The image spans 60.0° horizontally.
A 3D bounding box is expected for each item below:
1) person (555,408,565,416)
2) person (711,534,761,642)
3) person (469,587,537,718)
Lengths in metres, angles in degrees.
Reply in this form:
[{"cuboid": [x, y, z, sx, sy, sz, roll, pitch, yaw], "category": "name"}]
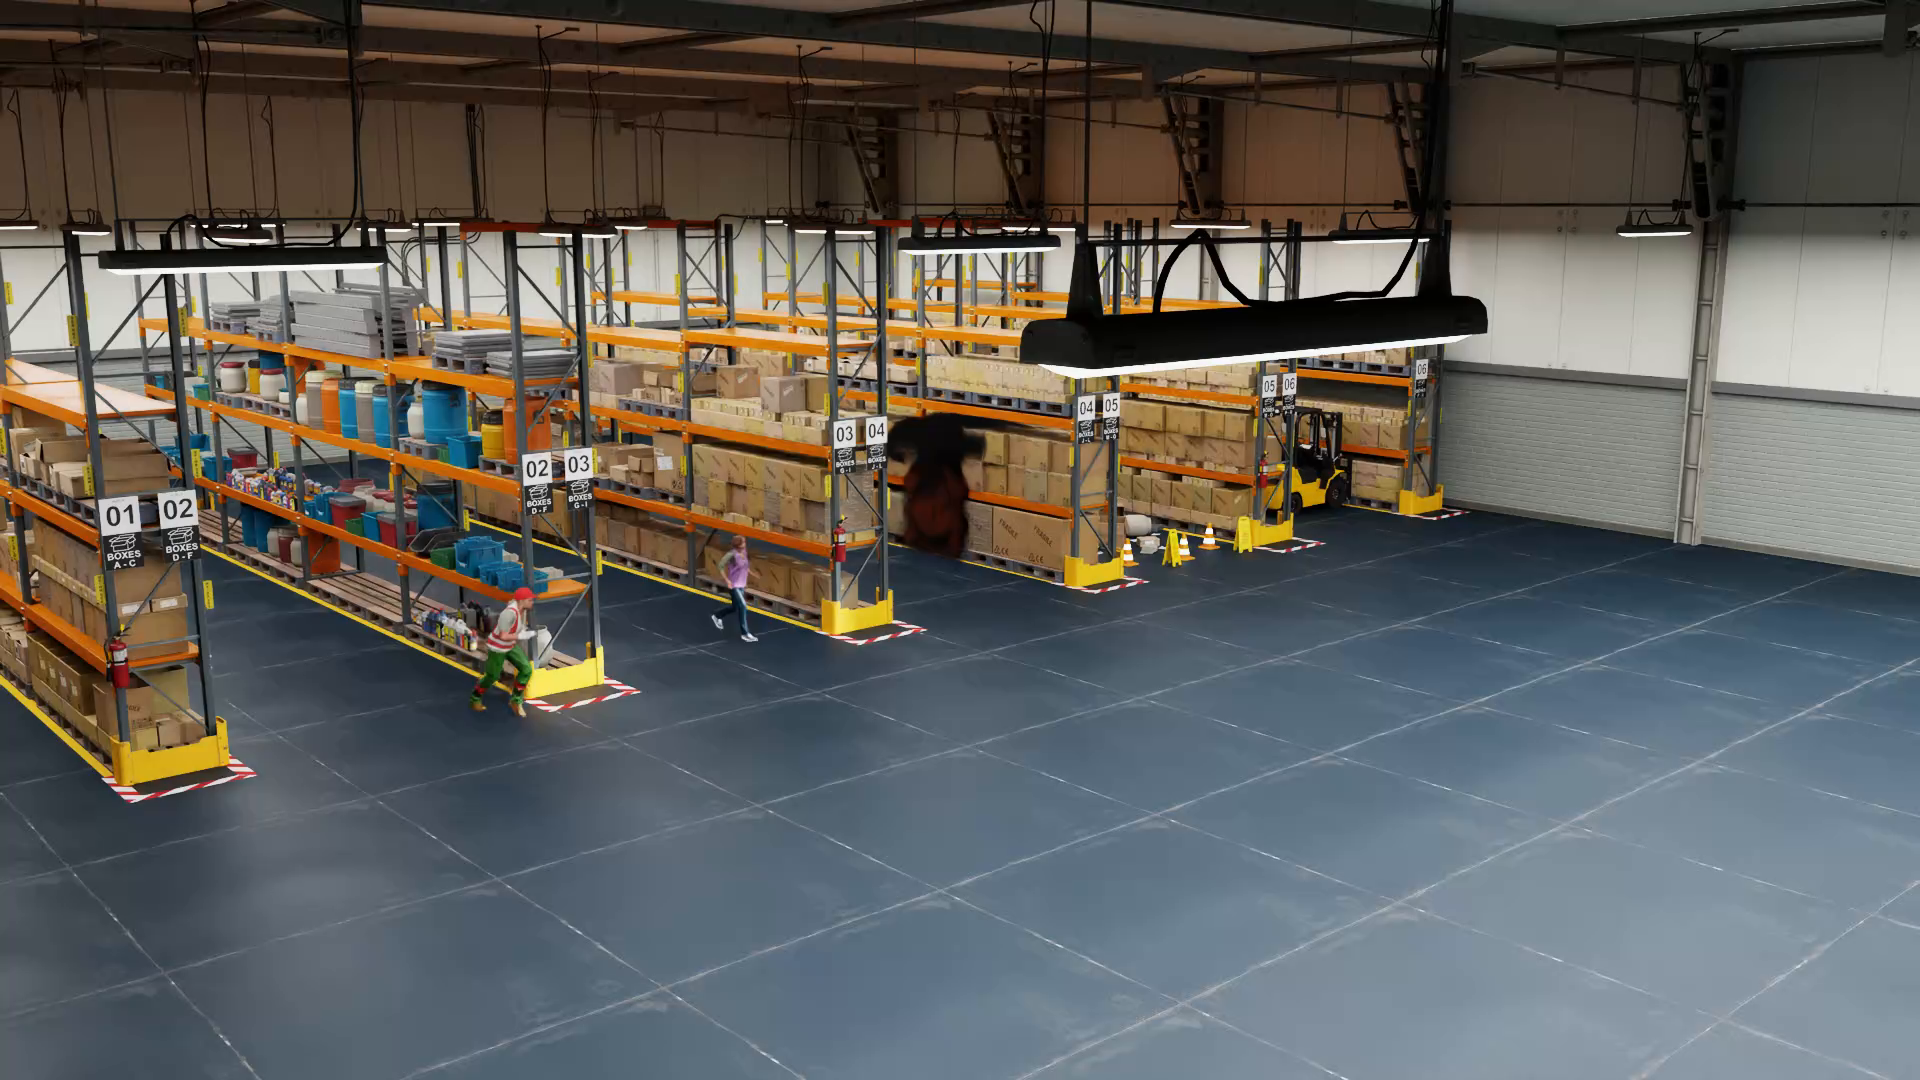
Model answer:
[{"cuboid": [-9.330, -2.272, 38.875, 0.572, 1.745, 0.708, -6, 13, -29], "category": "person"}, {"cuboid": [-3.365, 0.685, 24.505, 0.847, 1.590, 0.519, 6, 13, 26], "category": "person"}, {"cuboid": [-5.712, 1.405, 20.807, 1.009, 1.704, 0.691, 3, 12, 14], "category": "person"}]
